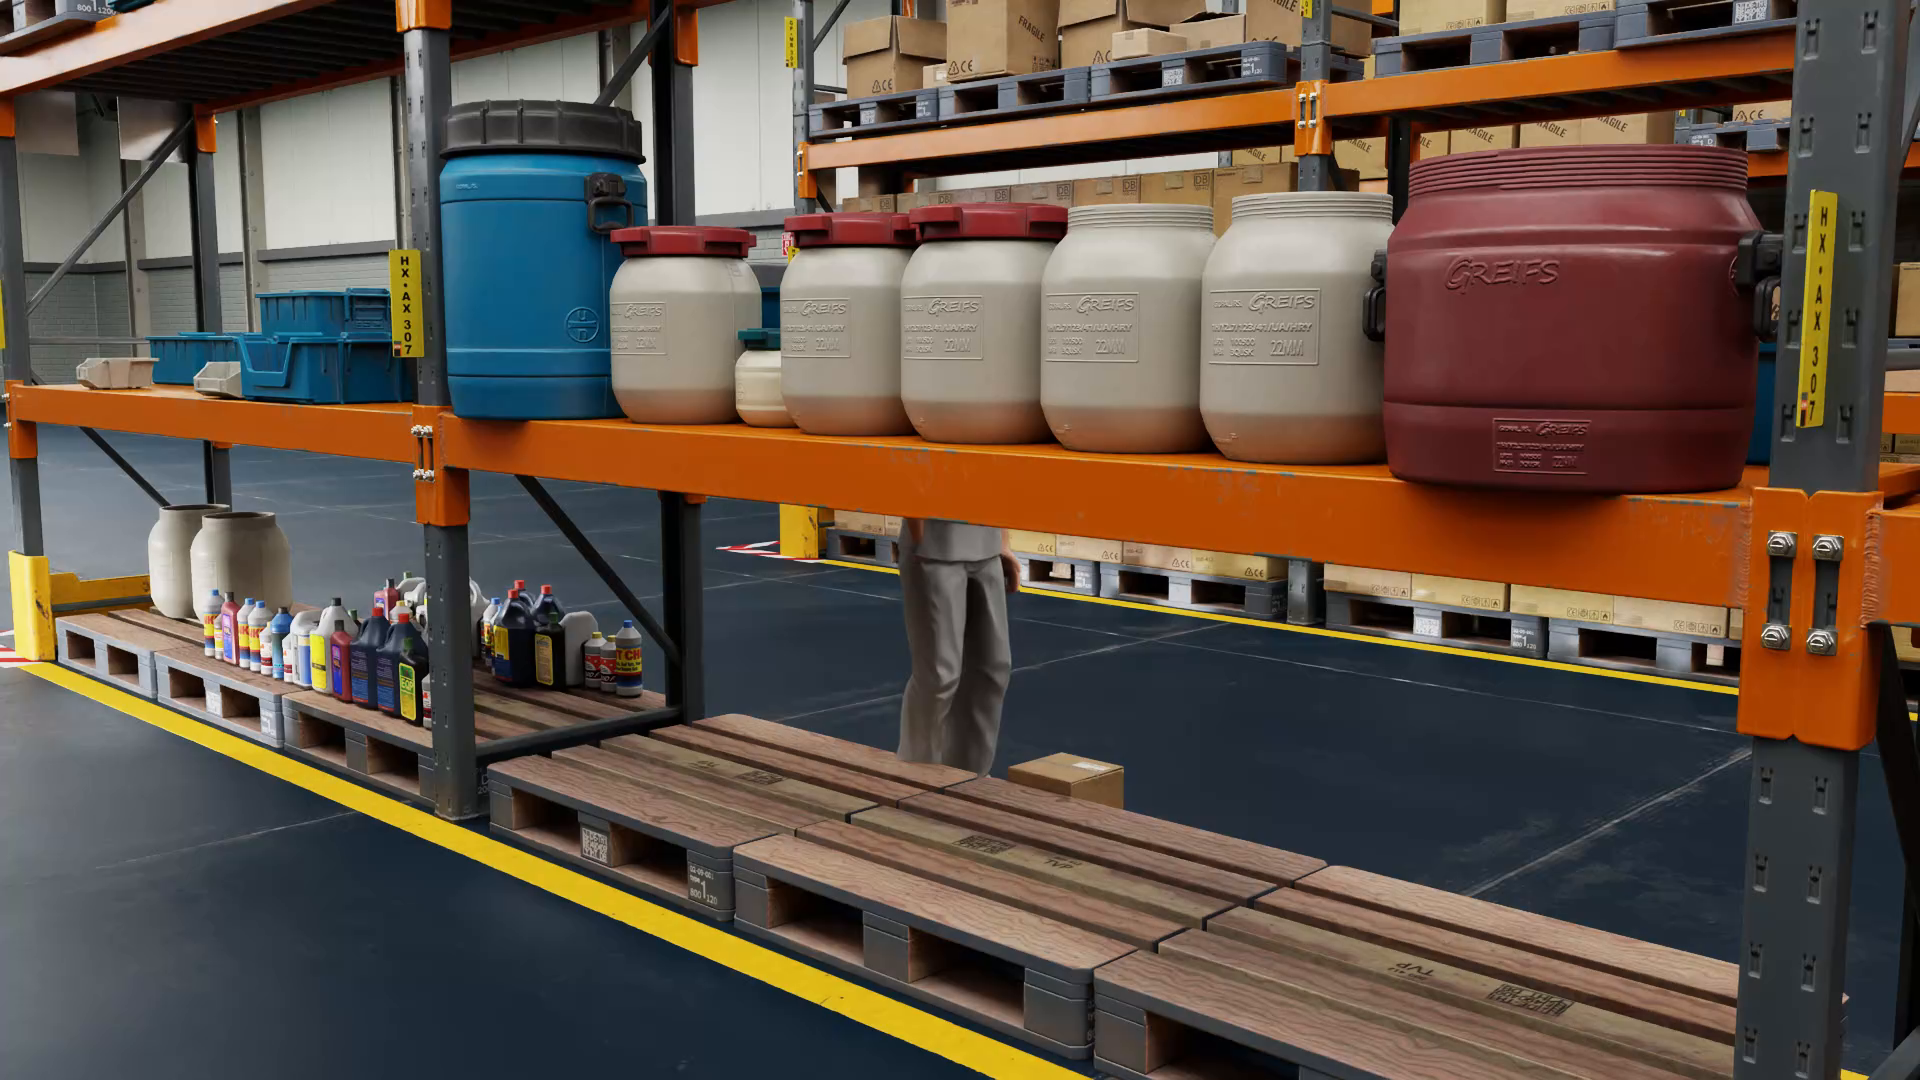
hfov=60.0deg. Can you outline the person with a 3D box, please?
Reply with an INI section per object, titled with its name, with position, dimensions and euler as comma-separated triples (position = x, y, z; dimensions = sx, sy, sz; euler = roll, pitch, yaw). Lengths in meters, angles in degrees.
[person]
position = -0.018, 0.072, 5.295
dimensions = 0.349, 1.654, 0.444
euler = 7, 10, 44
